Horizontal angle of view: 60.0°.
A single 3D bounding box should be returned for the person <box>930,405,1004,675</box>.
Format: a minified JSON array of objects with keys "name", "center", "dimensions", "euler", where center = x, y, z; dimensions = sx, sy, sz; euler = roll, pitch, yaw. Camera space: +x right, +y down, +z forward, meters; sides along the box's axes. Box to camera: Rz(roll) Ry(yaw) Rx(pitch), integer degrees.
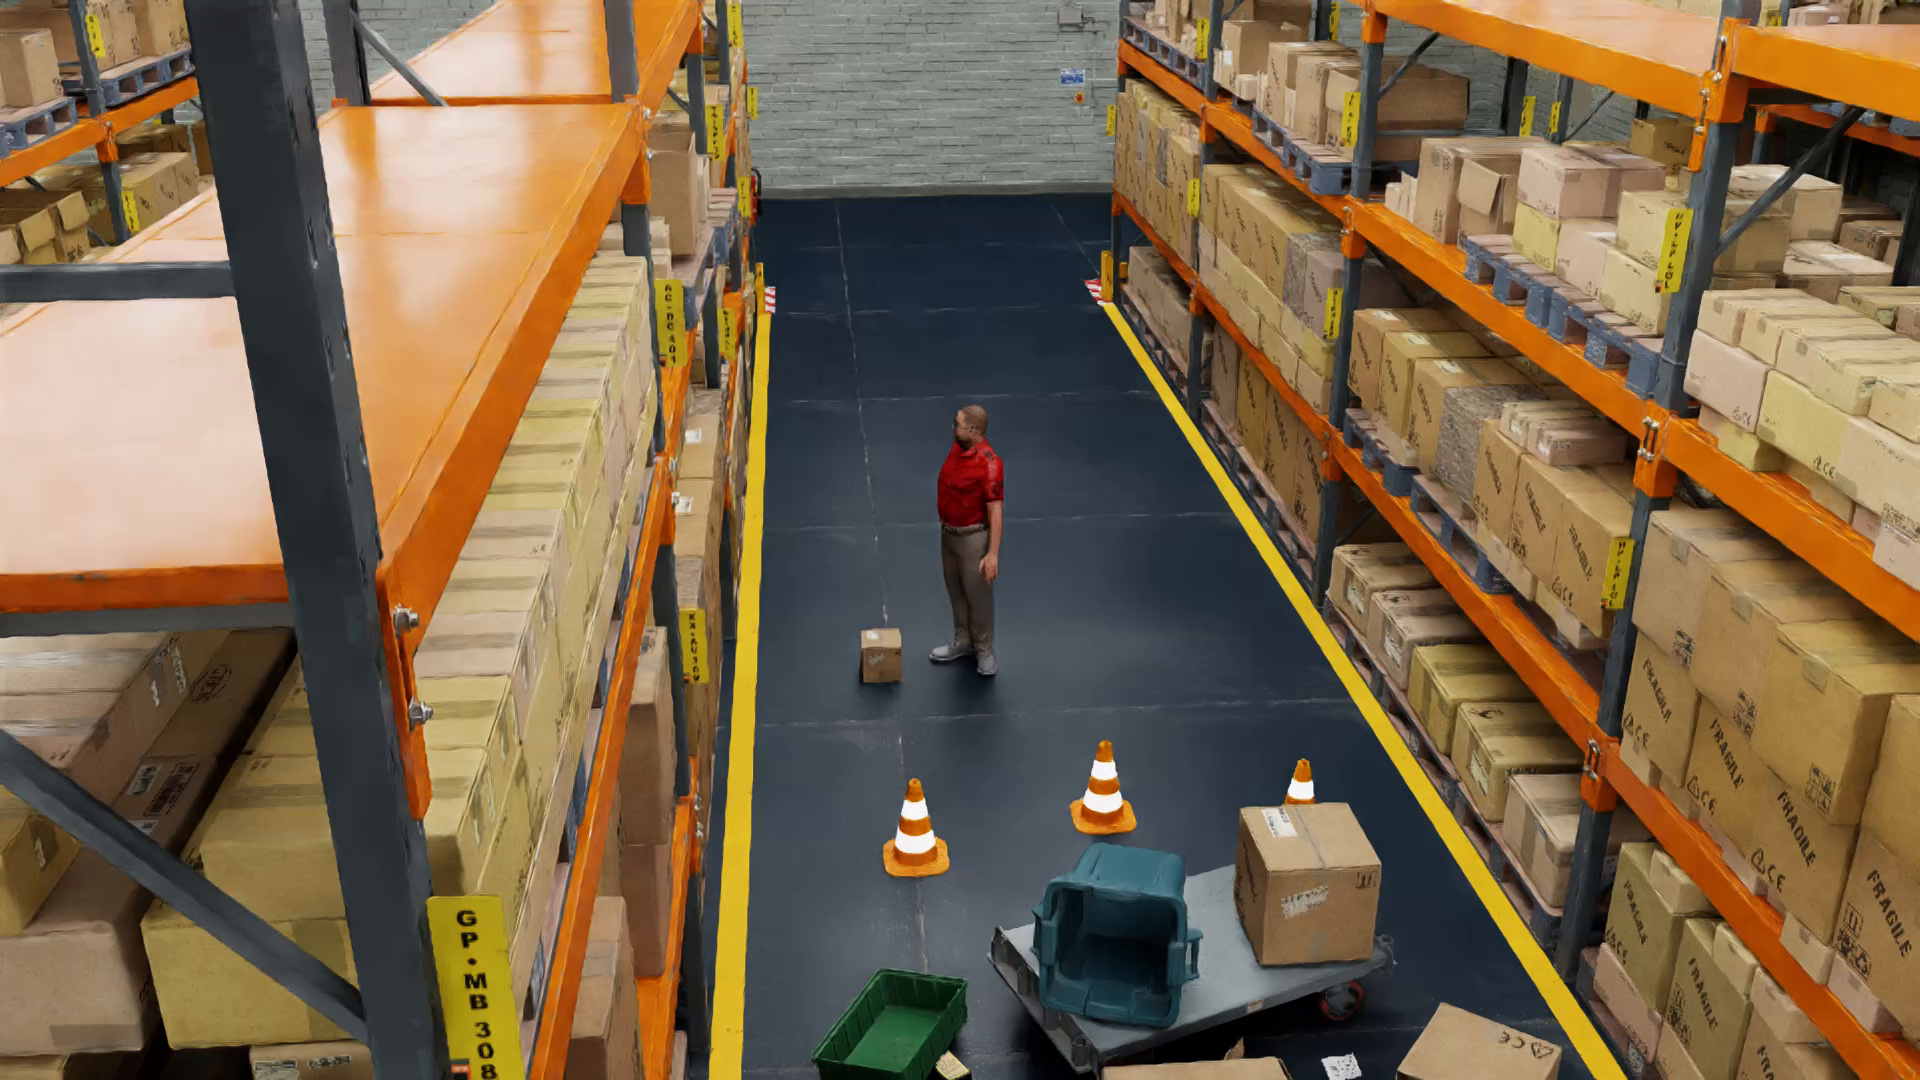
[{"name":"person","center":[0.066,0.010,10.284],"dimensions":[0.360,1.730,0.696],"euler":[-14,27,-29]}]
